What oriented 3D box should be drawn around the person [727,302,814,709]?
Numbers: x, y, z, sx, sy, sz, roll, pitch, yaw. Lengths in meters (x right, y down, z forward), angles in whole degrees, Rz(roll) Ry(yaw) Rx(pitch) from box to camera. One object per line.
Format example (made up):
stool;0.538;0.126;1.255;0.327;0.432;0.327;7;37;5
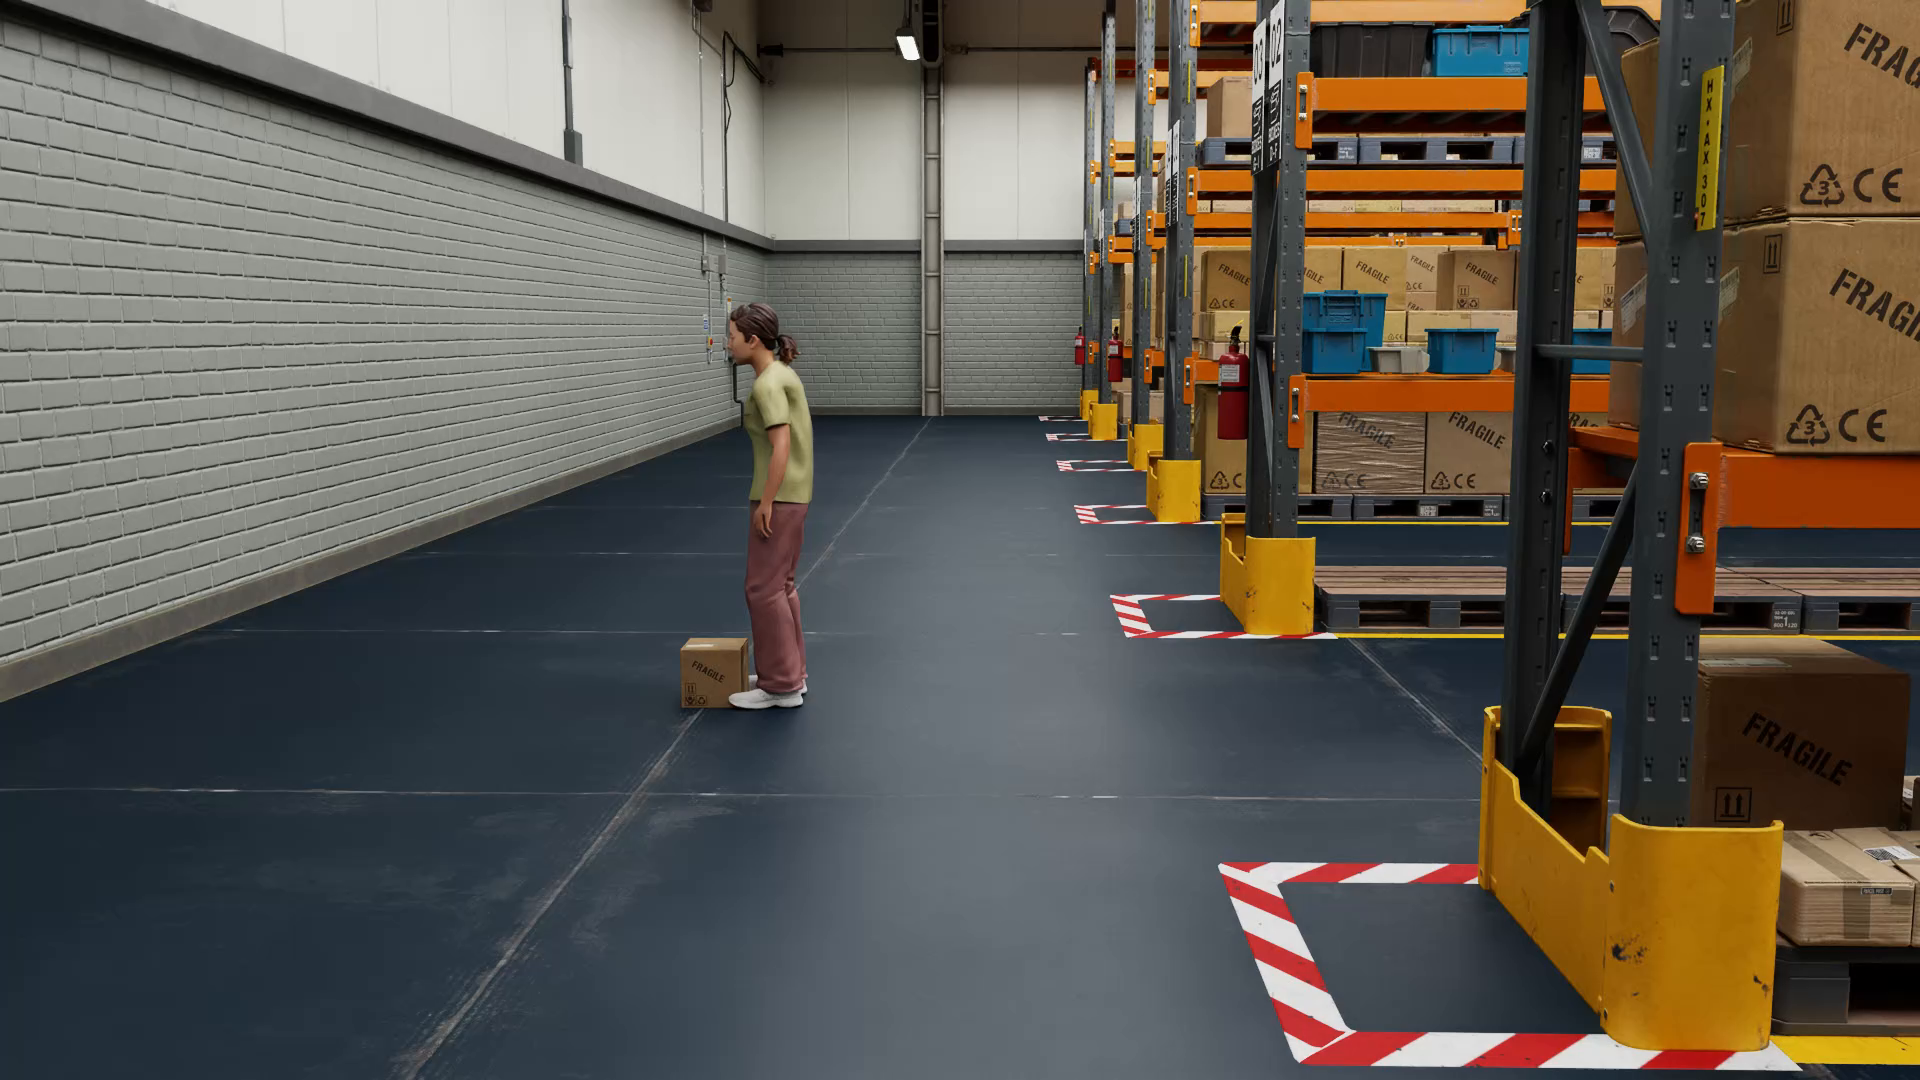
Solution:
person;-0.785;-0.146;6.921;0.353;1.672;0.508;0;7;0
